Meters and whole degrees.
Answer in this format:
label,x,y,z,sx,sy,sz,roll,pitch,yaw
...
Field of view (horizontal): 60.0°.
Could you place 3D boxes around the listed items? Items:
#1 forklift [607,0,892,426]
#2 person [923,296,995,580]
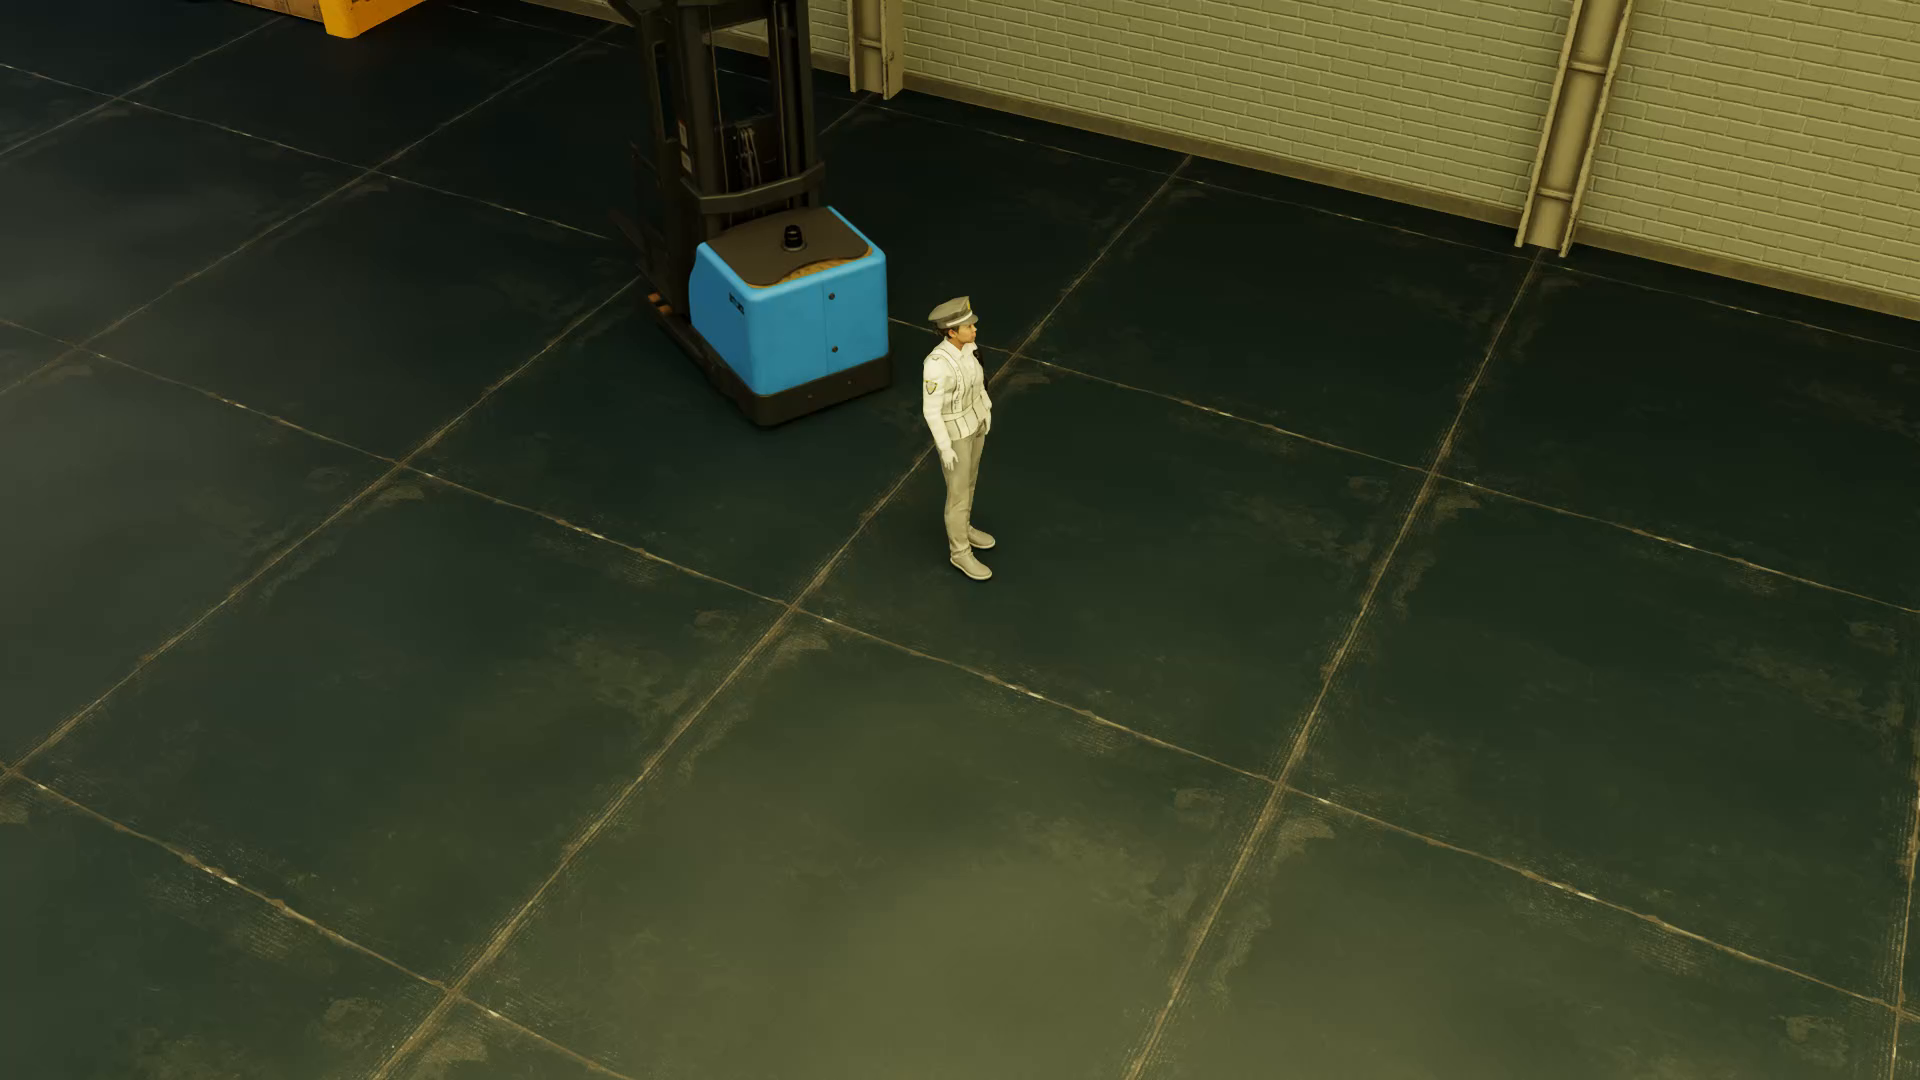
label,x,y,z,sx,sy,sz,roll,pitch,yaw
forklift,-1.670,-2.804,11.316,1.130,2.935,3.031,-22,45,-24
person,0.058,-0.629,9.682,0.529,1.694,0.587,18,43,21
